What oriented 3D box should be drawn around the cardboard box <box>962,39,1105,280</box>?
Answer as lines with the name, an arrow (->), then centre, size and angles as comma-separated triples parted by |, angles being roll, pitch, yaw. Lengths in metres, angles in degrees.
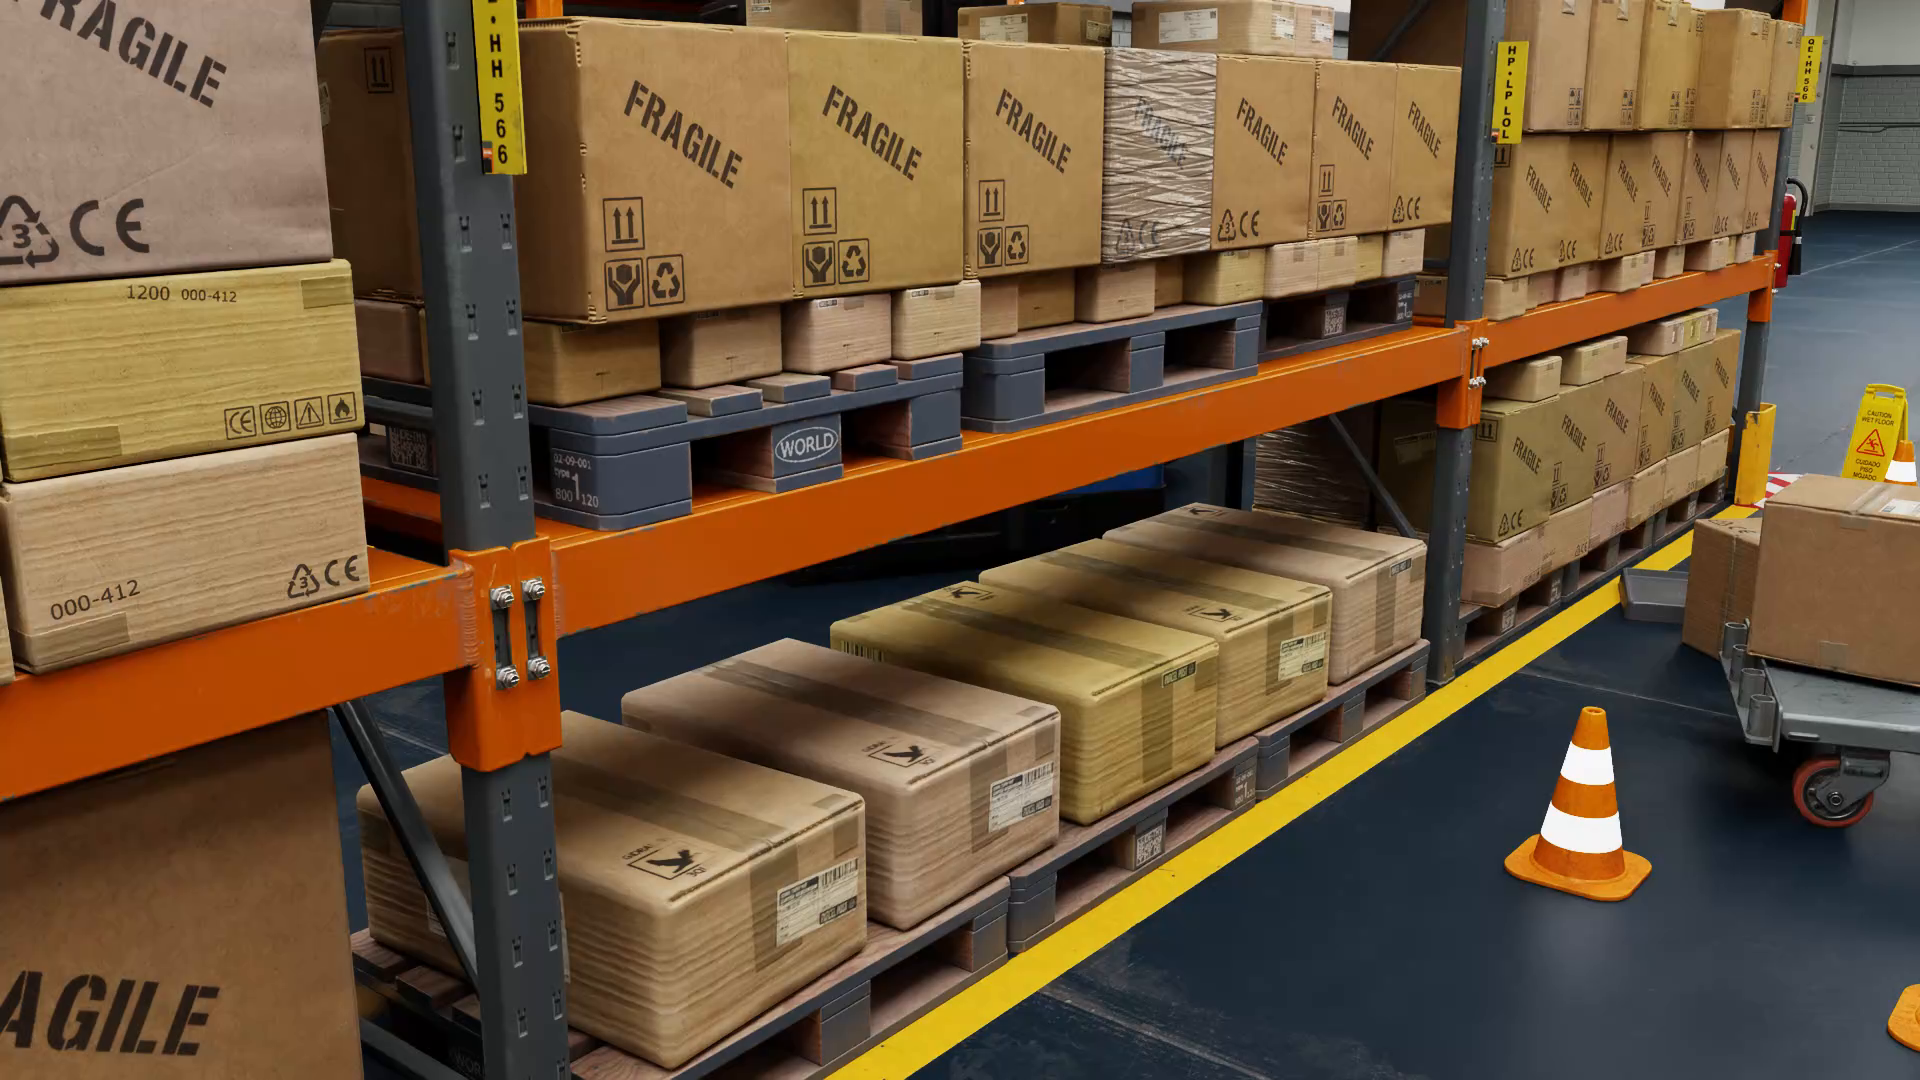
cardboard box -> -0.013, -0.890, 3.872 | 0.500, 0.500, 0.500 | 12, 18, 38

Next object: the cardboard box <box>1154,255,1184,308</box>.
cardboard box -> 0.381, -0.718, 4.515 | 0.380, 0.149, 0.250 | 10, 18, 36

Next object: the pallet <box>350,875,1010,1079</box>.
pallet -> -0.634, 0.963, 3.904 | 1.003, 0.211, 1.213 | 11, 18, 38

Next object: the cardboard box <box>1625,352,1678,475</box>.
cardboard box -> 2.953, -0.616, 7.664 | 0.500, 0.500, 0.500 | 11, 18, 36

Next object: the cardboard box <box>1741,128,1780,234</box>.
cardboard box -> 3.775, -1.817, 8.378 | 0.500, 0.500, 0.500 | 11, 18, 37

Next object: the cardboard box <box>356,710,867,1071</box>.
cardboard box -> -0.764, 0.724, 3.665 | 0.950, 0.372, 0.625 | 10, 17, 34

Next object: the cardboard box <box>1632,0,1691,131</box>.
cardboard box -> 2.507, -1.920, 6.750 | 0.700, 0.500, 0.500 | 11, 18, 36

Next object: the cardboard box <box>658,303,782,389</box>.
cardboard box -> -0.574, -0.404, 3.277 | 0.380, 0.149, 0.250 | 10, 17, 34

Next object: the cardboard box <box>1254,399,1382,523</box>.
cardboard box -> 1.550, -0.395, 6.792 | 0.500, 0.500, 0.500 | 11, 18, 37

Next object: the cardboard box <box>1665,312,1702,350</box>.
cardboard box -> 3.262, -0.998, 7.850 | 0.380, 0.149, 0.250 | 12, 18, 38

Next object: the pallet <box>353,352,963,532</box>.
pallet -> -0.762, -0.299, 3.599 | 1.213, 0.211, 1.003 | 11, 18, 38

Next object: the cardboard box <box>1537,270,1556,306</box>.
cardboard box -> 2.096, -1.006, 6.502 | 0.380, 0.149, 0.250 | 11, 18, 37

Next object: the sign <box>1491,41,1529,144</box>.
sign -> 1.821, -1.481, 5.510 | 0.100, 0.325, 0.005 | 11, 18, 38

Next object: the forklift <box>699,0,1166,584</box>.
forklift -> -0.594, -1.371, 7.565 | 3.031, 2.935, 1.130 | -5, 15, -18

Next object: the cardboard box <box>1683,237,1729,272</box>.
cardboard box -> 3.444, -1.379, 7.971 | 0.380, 0.149, 0.250 | 12, 18, 39

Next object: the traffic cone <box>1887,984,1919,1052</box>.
traffic cone -> 2.292, 0.889, 3.685 | 0.336, 0.463, 0.334 | 11, 18, 38

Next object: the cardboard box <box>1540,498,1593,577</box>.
cardboard box -> 2.295, -0.051, 6.965 | 0.500, 0.250, 0.500 | 13, 19, 41

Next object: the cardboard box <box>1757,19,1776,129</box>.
cardboard box -> 3.426, -2.221, 7.937 | 0.700, 0.500, 0.500 | 11, 18, 38

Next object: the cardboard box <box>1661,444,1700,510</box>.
cardboard box -> 3.271, -0.348, 8.132 | 0.500, 0.250, 0.500 | 11, 18, 38

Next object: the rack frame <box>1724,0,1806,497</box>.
rack frame -> 3.901, -1.771, 9.004 | 1.000, 3.000, 0.127 | 11, 18, 38

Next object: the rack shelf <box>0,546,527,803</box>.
rack shelf -> -2.384, 0.492, 1.554 | 1.077, 0.370, 4.000 | 11, 18, 38

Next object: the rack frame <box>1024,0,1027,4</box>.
rack frame -> 0.038, -2.539, 12.025 | 1.000, 3.000, 0.127 | 11, 18, 38

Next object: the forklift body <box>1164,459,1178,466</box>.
forklift body -> 0.265, -1.482, 9.588 | 2.313, 2.155, 1.214 | 11, 18, 38

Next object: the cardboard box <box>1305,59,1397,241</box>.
cardboard box -> 0.965, -1.182, 5.025 | 0.500, 0.500, 0.500 | 11, 18, 38

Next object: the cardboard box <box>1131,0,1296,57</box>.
cardboard box -> 0.696, -1.402, 4.574 | 0.380, 0.149, 0.250 | 10, 18, 35

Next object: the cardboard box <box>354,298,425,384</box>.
cardboard box -> -1.104, -0.420, 3.343 | 0.380, 0.149, 0.250 | 12, 19, 40

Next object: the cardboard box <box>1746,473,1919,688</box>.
cardboard box -> 2.791, 0.109, 5.141 | 0.500, 0.500, 0.500 | 11, 18, 38

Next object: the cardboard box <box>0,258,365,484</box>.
cardboard box -> -1.234, -0.277, 2.410 | 0.500, 0.250, 0.500 | 11, 18, 37

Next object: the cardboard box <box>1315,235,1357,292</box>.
cardboard box -> 0.965, -0.843, 5.007 | 0.380, 0.149, 0.250 | 11, 18, 37

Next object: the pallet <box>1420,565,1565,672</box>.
pallet -> 1.782, 0.212, 6.860 | 1.003, 0.211, 1.213 | 11, 18, 38

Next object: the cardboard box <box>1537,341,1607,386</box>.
cardboard box -> 2.415, -0.739, 6.829 | 0.380, 0.149, 0.250 | 12, 19, 40

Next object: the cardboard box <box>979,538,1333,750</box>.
cardboard box -> 0.610, 0.304, 5.319 | 0.950, 0.372, 0.625 | 13, 19, 41

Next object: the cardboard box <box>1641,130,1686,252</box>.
cardboard box -> 2.806, -1.533, 7.258 | 0.500, 0.500, 0.500 | 12, 18, 38

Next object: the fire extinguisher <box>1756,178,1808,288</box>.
fire extinguisher -> 4.332, -1.685, 8.819 | 0.296, 0.674, 0.183 | 11, 18, 38

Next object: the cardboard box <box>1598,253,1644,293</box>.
cardboard box -> 2.646, -1.138, 7.020 | 0.380, 0.149, 0.250 | 11, 18, 38

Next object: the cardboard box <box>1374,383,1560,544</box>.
cardboard box -> 1.968, -0.311, 6.463 | 0.500, 0.500, 0.500 | 12, 19, 40

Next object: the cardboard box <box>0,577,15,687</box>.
cardboard box -> -1.552, 0.071, 2.057 | 0.500, 0.250, 0.500 | 12, 18, 39

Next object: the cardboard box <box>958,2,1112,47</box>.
cardboard box -> 0.214, -1.457, 4.787 | 0.380, 0.149, 0.250 | 13, 19, 41

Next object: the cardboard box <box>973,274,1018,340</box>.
cardboard box -> -0.086, -0.557, 3.879 | 0.380, 0.149, 0.250 | 13, 19, 41

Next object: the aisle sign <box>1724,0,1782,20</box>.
aisle sign -> 4.166, -2.998, 8.554 | 0.394, 0.787, 0.004 | 11, 18, 38

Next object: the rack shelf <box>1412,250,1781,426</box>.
rack shelf -> 2.644, -1.040, 7.585 | 1.077, 0.370, 4.000 | 11, 18, 38

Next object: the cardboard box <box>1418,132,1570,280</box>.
cardboard box -> 1.881, -1.239, 6.101 | 0.500, 0.500, 0.500 | 11, 18, 37
